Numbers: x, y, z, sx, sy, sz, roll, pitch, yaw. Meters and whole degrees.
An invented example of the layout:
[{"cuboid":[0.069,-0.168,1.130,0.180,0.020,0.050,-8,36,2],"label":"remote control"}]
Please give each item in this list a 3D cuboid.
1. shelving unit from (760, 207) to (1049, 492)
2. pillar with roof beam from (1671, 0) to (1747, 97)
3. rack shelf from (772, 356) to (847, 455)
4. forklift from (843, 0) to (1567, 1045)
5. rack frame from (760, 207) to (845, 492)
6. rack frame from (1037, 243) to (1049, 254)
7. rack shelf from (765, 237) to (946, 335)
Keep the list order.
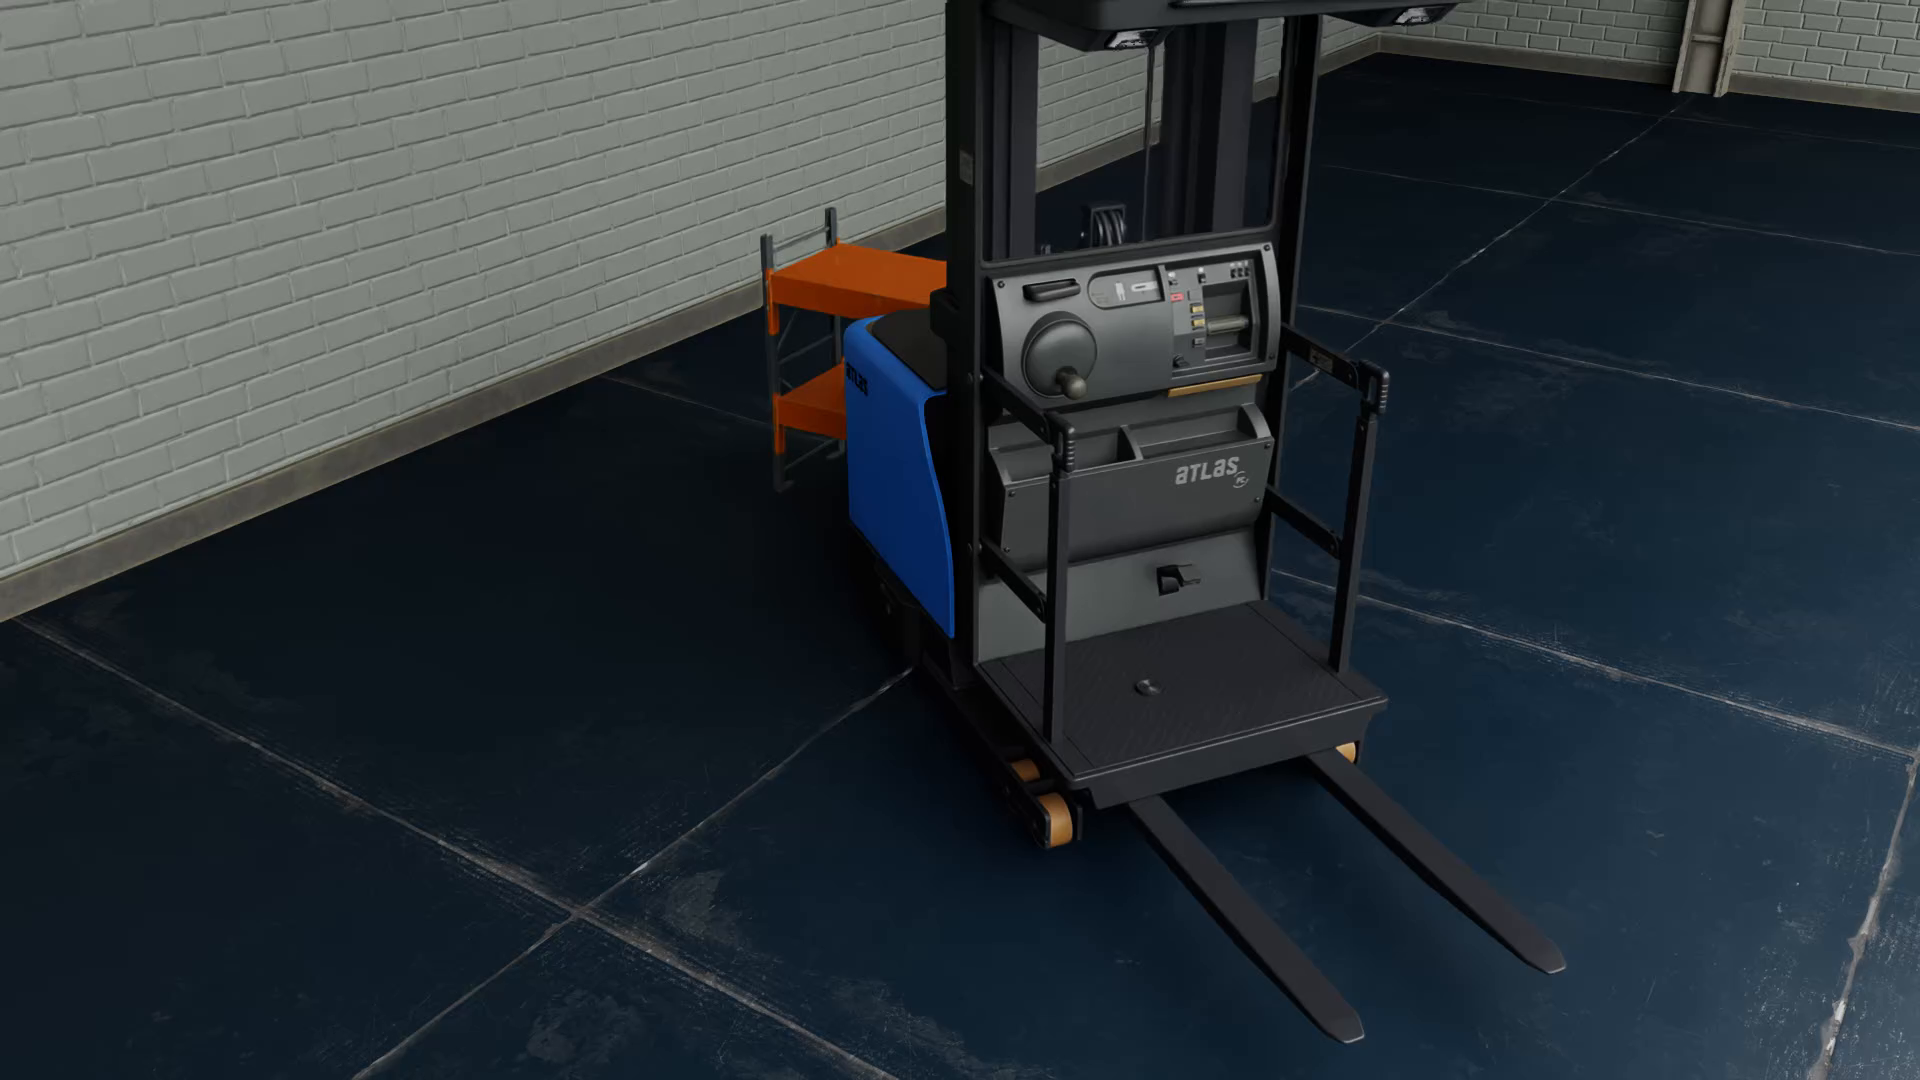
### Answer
[{"cuboid":[-0.224,-0.693,6.871,1.048,1.125,0.538,15,31,27],"label":"shelving unit"},{"cuboid":[3.952,-6.277,9.163,0.400,9.000,9.100,17,32,30],"label":"pillar with roof beam"},{"cuboid":[-0.224,-0.475,6.982,1.000,0.278,0.538,15,31,27],"label":"rack shelf"},{"cuboid":[0.616,-0.609,4.715,1.130,2.935,3.031,-11,29,-21],"label":"forklift"},{"cuboid":[-0.662,-0.809,7.100,0.032,1.125,0.500,15,31,27],"label":"rack frame"},{"cuboid":[0.214,-0.576,6.641,0.032,1.125,0.500,15,31,27],"label":"rack frame"},{"cuboid":[-0.224,-0.954,6.738,1.000,0.278,0.538,15,31,27],"label":"rack shelf"}]
